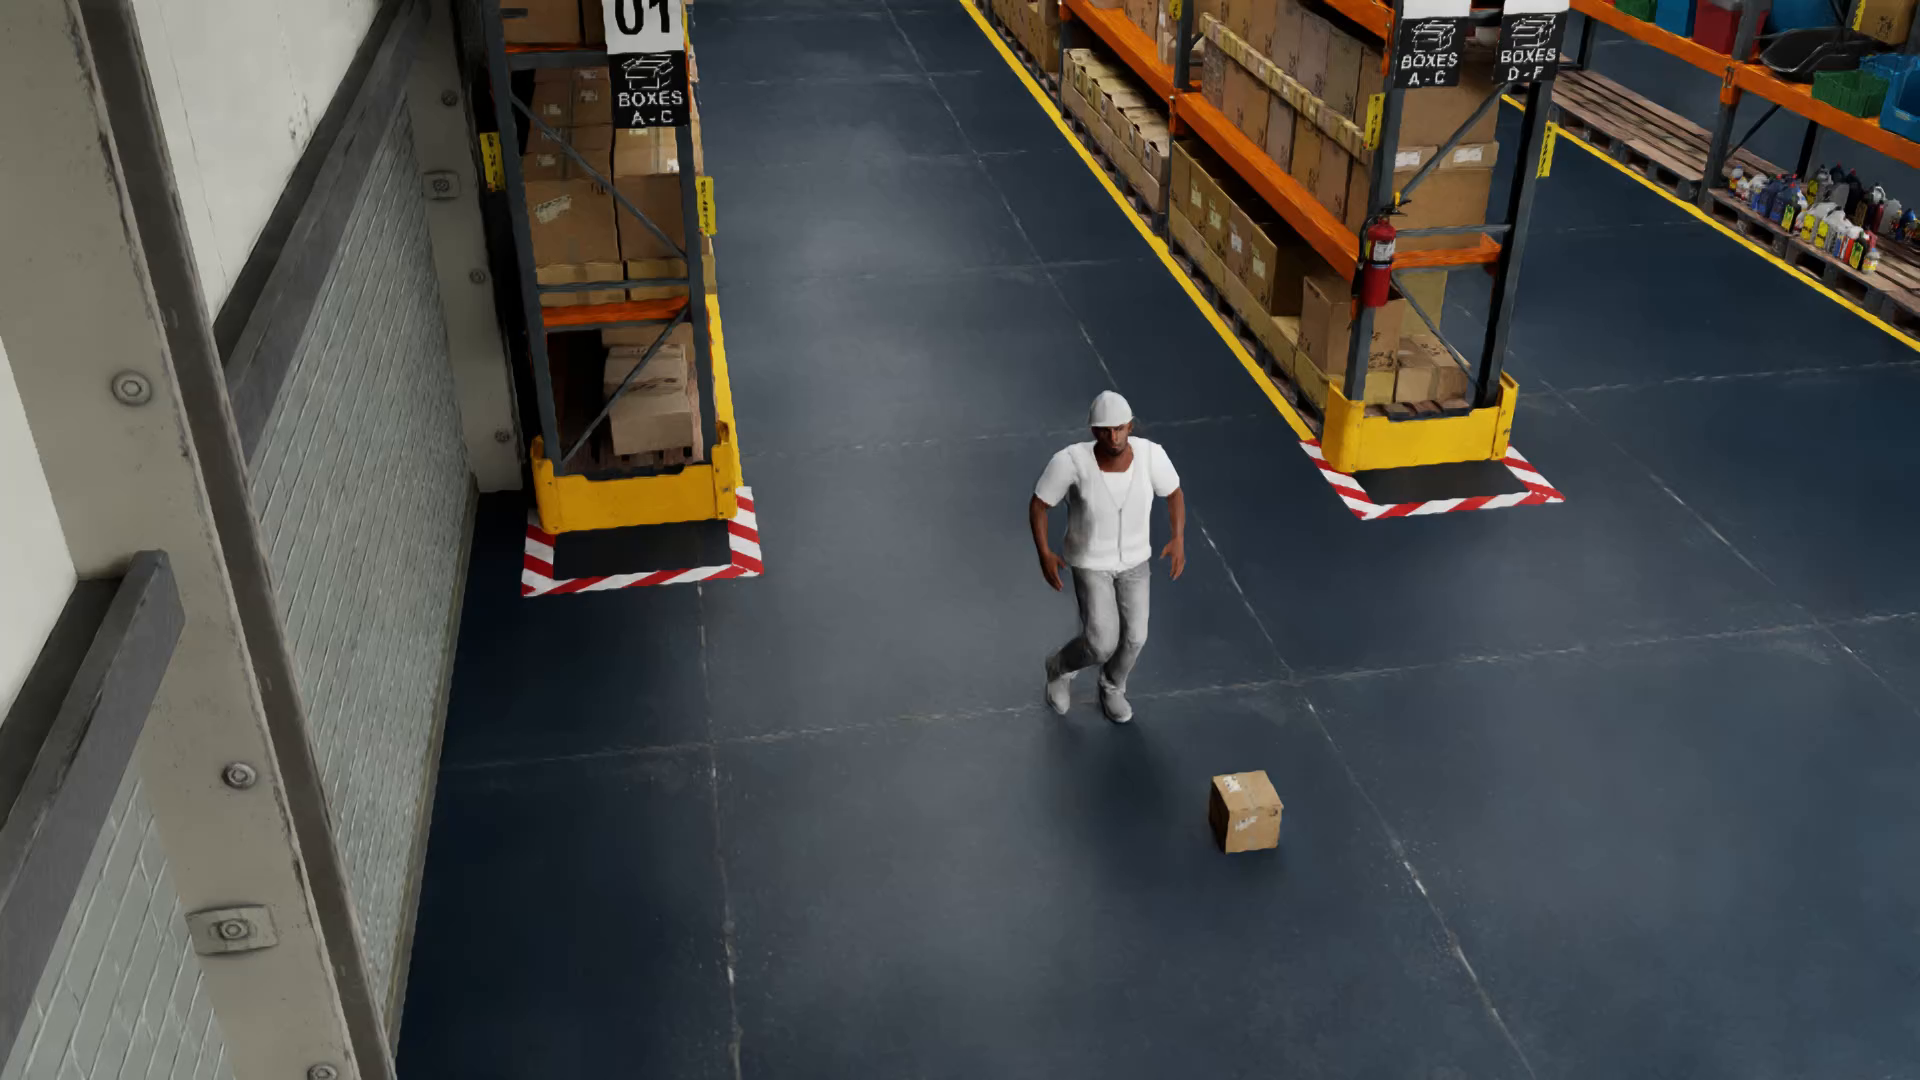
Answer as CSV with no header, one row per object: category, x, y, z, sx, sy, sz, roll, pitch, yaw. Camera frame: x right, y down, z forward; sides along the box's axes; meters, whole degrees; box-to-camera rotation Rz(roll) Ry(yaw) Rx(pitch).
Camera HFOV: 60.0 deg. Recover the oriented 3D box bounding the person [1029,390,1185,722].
person,0.742,0.101,7.971,0.746,1.731,0.522,-11,32,-18
